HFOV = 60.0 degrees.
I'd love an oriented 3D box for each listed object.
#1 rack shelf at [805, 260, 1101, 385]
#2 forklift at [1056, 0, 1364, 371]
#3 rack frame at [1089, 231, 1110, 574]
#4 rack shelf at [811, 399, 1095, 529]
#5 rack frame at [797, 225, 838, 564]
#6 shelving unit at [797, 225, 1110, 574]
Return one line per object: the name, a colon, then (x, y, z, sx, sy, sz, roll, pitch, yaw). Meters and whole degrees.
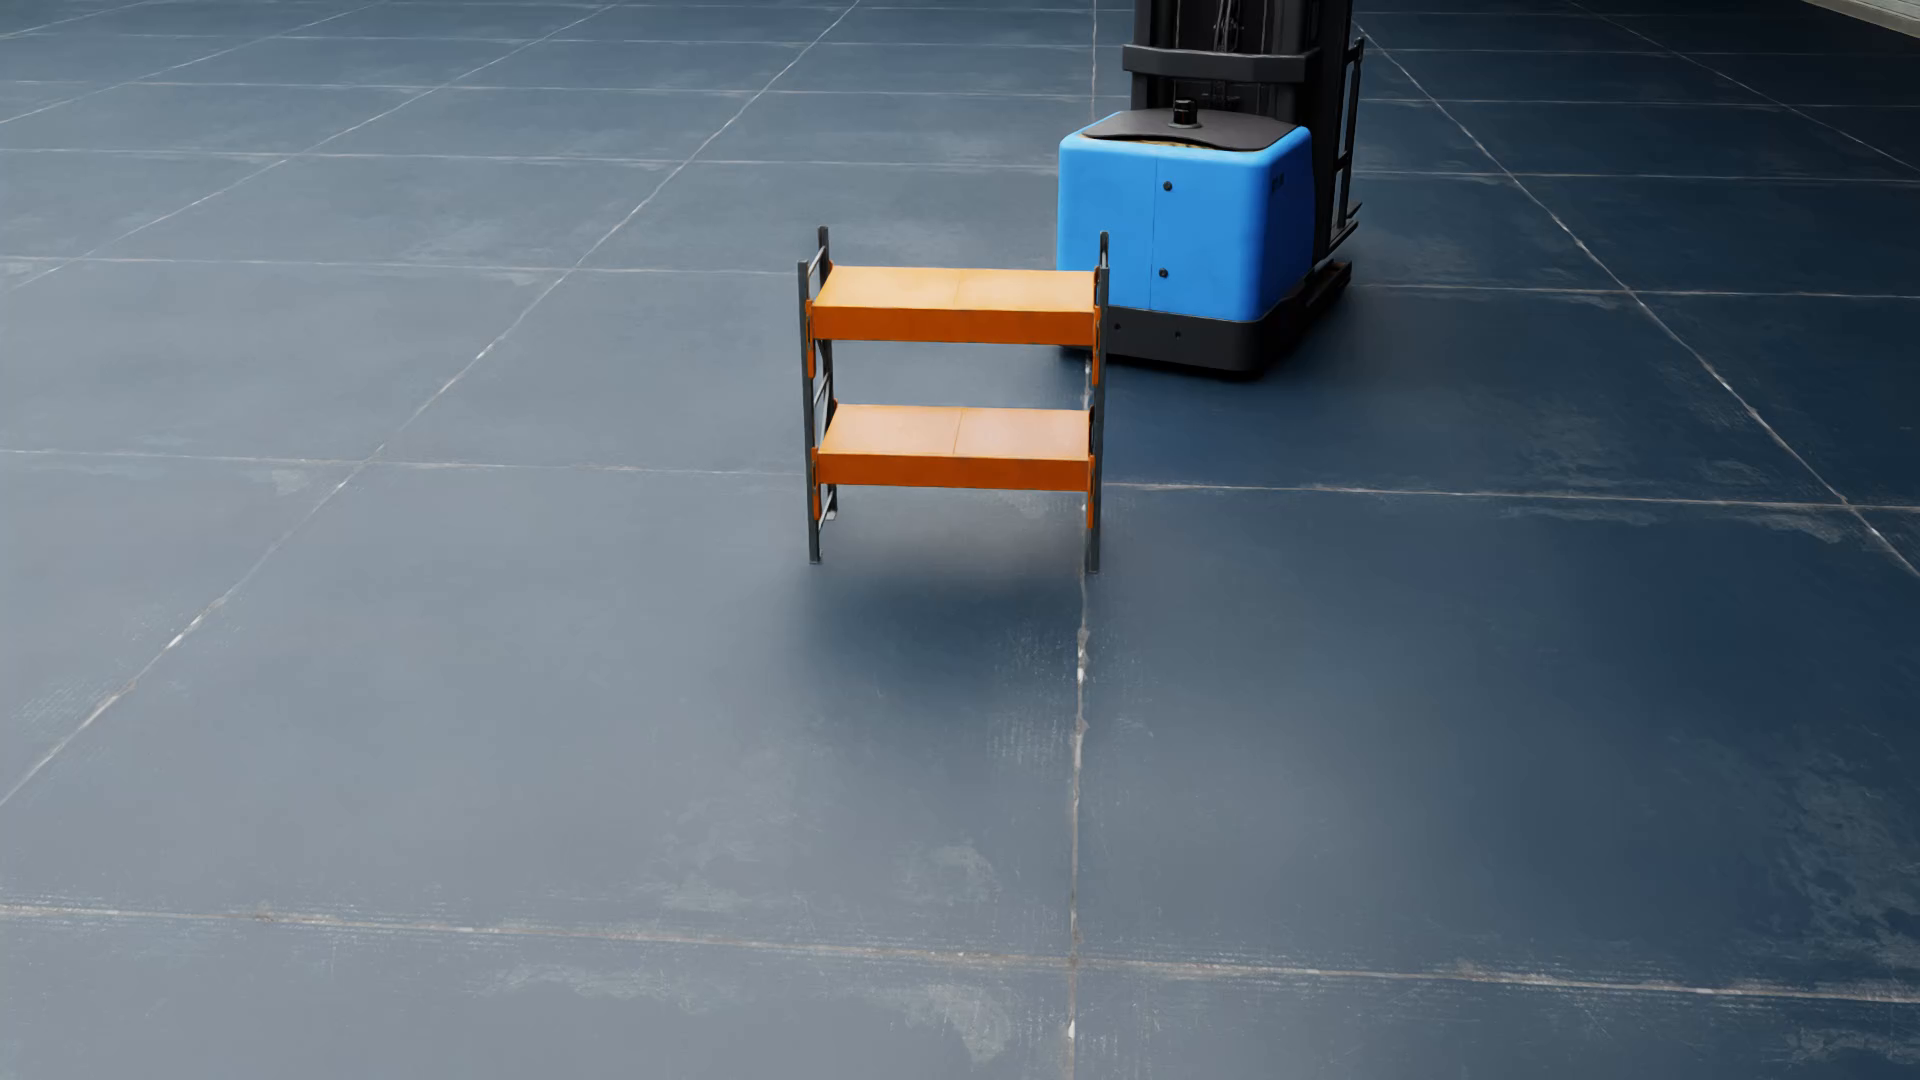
rack shelf: (-0.007, -0.777, 5.893, 1.000, 0.278, 0.538, 2, 25, 4)
forklift: (1.532, -2.707, 8.627, 1.130, 2.935, 3.031, 11, 27, 23)
rack frame: (0.500, -0.495, 5.980, 0.032, 1.125, 0.500, 2, 25, 4)
rack shelf: (-0.007, -0.289, 6.118, 1.000, 0.278, 0.538, 2, 25, 4)
rack frame: (-0.514, -0.527, 6.051, 0.032, 1.125, 0.500, 2, 25, 4)
shelving unit: (-0.007, -0.511, 6.015, 1.048, 1.125, 0.538, 2, 25, 4)
